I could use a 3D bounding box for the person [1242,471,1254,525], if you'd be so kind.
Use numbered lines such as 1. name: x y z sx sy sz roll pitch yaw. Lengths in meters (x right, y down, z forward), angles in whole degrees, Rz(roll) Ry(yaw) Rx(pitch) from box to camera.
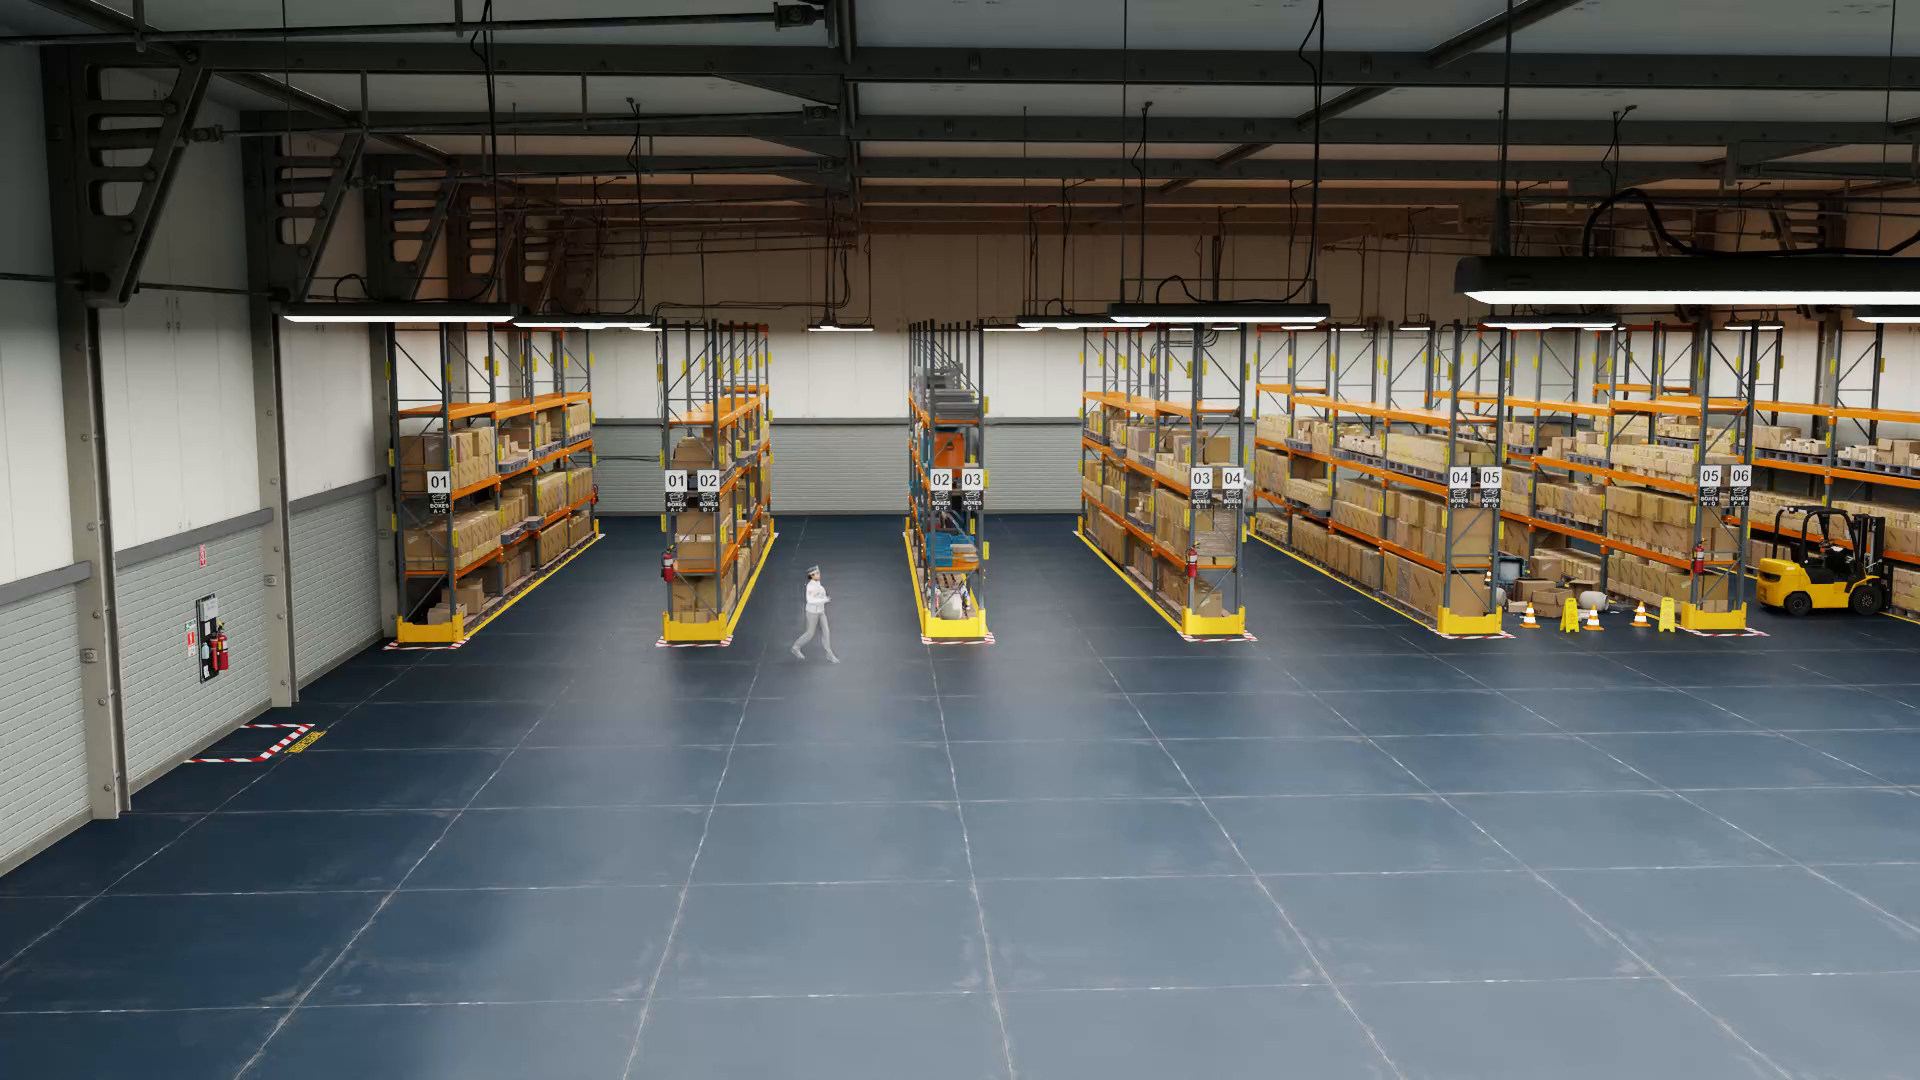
1. person: 8.286 -1.185 48.816 0.698 1.782 0.878 6 9 41

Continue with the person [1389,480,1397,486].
1. person: 12.895 -1.201 49.509 0.721 1.688 0.702 1 7 11

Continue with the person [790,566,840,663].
1. person: -2.538 1.290 29.001 0.886 1.715 0.611 2 7 19
